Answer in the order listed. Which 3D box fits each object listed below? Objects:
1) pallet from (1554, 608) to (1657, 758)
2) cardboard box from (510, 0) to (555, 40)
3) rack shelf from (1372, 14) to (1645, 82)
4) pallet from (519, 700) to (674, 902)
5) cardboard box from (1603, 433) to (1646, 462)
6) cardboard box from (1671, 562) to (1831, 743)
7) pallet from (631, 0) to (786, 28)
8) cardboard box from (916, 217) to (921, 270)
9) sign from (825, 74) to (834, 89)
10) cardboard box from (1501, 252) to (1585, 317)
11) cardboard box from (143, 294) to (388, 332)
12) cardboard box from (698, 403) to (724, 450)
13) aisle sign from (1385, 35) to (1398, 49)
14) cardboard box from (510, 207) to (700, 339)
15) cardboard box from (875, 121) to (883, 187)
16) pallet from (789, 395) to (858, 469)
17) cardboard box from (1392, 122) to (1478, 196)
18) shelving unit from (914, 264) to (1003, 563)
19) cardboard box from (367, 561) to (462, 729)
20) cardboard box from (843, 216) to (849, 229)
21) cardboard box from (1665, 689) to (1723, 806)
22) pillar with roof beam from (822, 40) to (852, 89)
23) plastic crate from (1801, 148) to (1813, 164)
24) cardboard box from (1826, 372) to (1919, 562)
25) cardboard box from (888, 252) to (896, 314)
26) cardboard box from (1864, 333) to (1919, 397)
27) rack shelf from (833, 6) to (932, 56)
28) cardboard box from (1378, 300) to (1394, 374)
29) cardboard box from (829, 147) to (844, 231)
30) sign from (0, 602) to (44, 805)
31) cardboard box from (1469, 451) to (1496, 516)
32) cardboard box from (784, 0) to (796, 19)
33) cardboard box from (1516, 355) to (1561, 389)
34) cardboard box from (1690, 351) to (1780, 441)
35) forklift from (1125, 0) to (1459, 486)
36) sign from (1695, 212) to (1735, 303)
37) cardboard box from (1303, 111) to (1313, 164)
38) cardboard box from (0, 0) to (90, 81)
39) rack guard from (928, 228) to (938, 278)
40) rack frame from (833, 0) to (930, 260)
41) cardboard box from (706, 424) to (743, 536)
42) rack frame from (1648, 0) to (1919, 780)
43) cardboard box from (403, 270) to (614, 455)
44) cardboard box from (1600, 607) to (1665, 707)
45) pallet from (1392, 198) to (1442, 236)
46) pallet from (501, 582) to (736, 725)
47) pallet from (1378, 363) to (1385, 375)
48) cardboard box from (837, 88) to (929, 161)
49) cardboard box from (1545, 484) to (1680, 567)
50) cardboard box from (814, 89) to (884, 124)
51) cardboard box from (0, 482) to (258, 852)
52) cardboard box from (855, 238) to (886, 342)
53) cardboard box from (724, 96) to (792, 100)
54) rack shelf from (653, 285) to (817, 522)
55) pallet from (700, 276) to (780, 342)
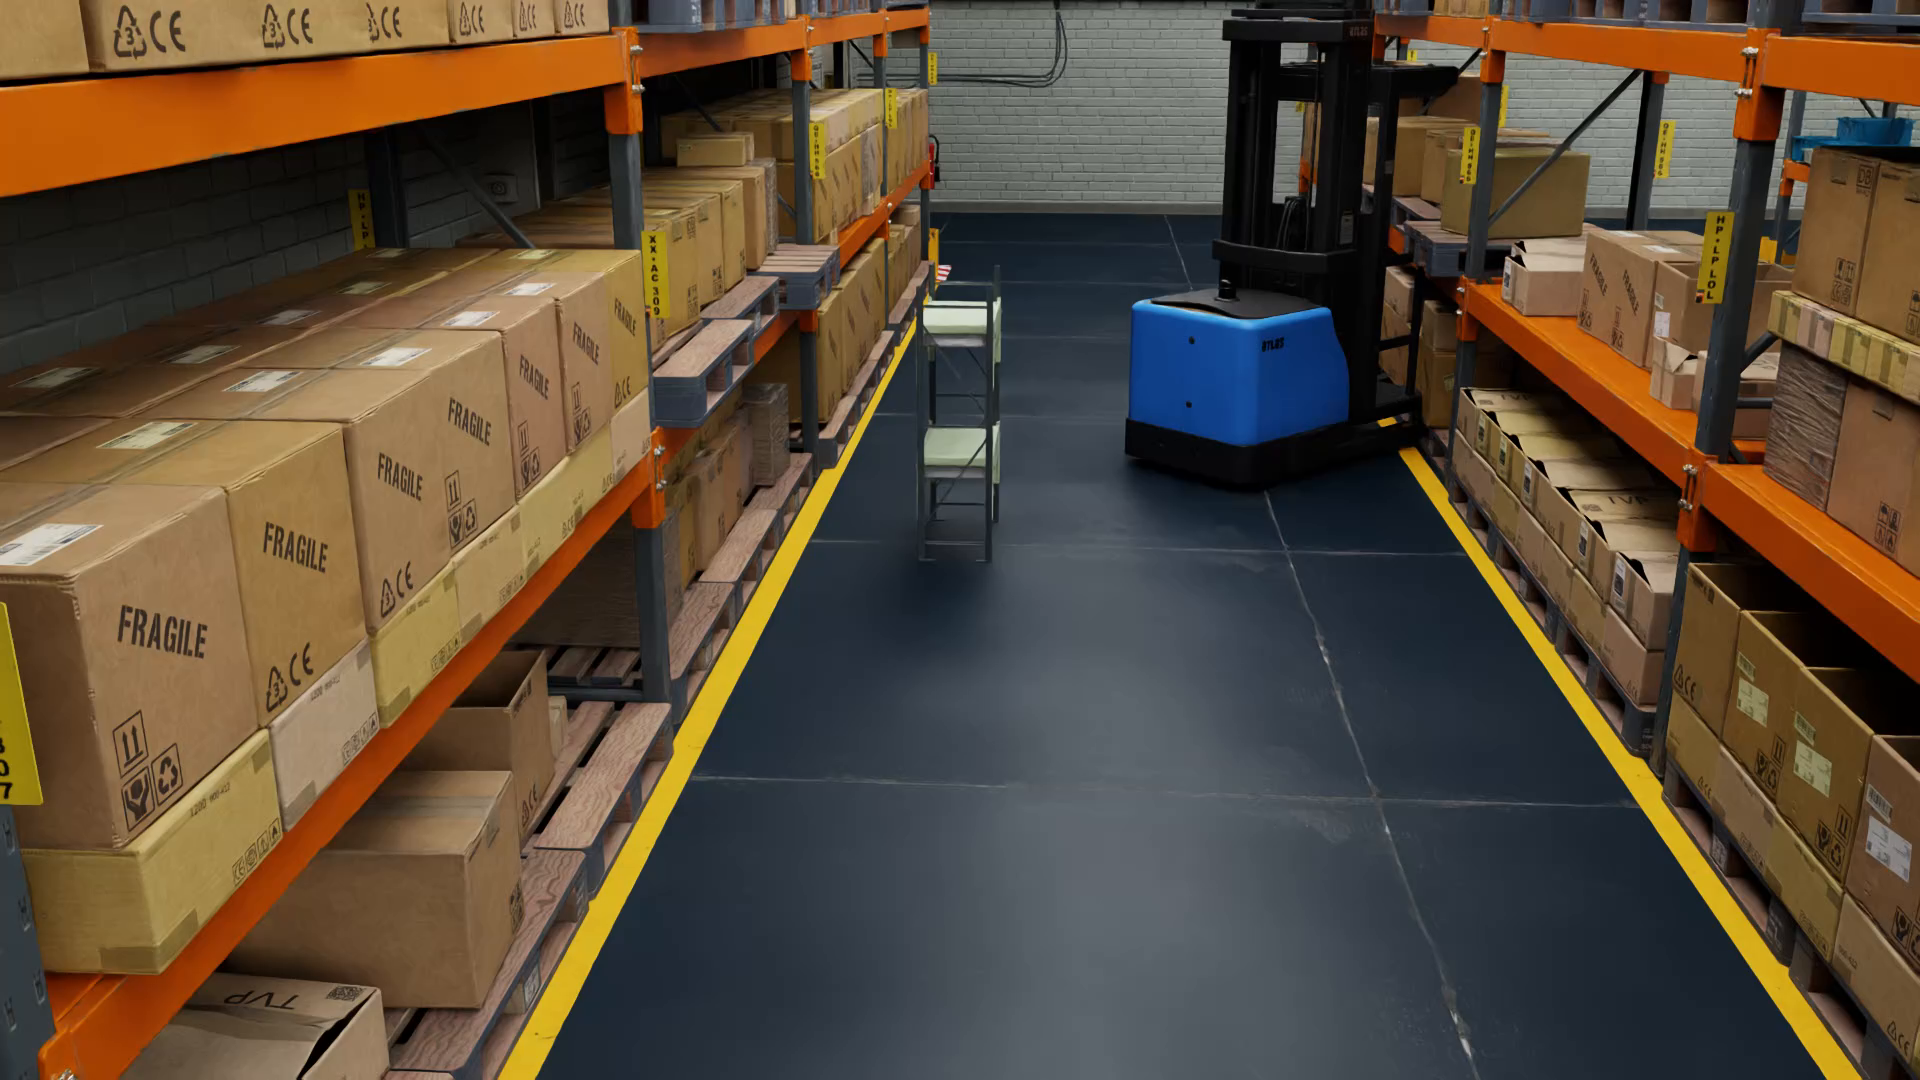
[{"bbox_3d":[3.263,0.606,7.233,1.003,0.211,1.213,1,18,4],"label":"pallet"},{"bbox_3d":[-1.531,-1.762,4.972,0.500,0.500,0.500,0,18,-1],"label":"cardboard box"},{"bbox_3d":[3.679,-3.436,11.430,1.077,0.370,4.000,1,18,4],"label":"rack shelf"},{"bbox_3d":[-1.705,0.936,6.227,1.003,0.211,1.213,1,18,4],"label":"pallet"},{"bbox_3d":[3.674,-0.404,8.680,0.500,0.311,0.500,1,18,4],"label":"cardboard box"},{"bbox_3d":[2.904,0.399,5.926,0.500,0.500,0.500,1,18,4],"label":"cardboard box"},{"bbox_3d":[-1.470,-2.446,7.555,1.213,0.211,1.003,1,18,4],"label":"pallet"},{"bbox_3d":[-0.782,-3.117,17.459,0.700,0.500,0.500,1,18,4],"label":"cardboard box"},{"bbox_3d":[-1.385,-4.789,17.702,0.100,0.325,0.005,1,18,4],"label":"sign"},{"bbox_3d":[3.279,-1.415,9.069,0.500,0.311,0.500,1,18,3],"label":"cardboard box"},{"bbox_3d":[-2.016,-0.436,4.942,0.500,0.500,0.500,2,18,5],"label":"cardboard box"},{"bbox_3d":[-1.540,-0.658,8.717,0.500,0.250,0.500,1,18,4],"label":"cardboard box"},{"bbox_3d":[4.420,-5.466,17.111,0.394,0.787,0.004,1,18,4],"label":"aisle sign"},{"bbox_3d":[-1.574,-1.186,7.357,0.700,0.500,0.500,3,18,10],"label":"cardboard box"},{"bbox_3d":[-0.900,-3.132,13.495,0.500,0.500,0.500,1,18,3],"label":"cardboard box"},{"bbox_3d":[-1.273,-0.759,11.400,1.003,0.211,1.213,1,18,4],"label":"pallet"},{"bbox_3d":[3.580,-2.864,12.510,0.700,0.500,0.500,4,19,13],"label":"cardboard box"},{"bbox_3d":[0.000,-0.711,9.183,0.431,1.500,0.755,1,18,4],"label":"shelving unit"},{"bbox_3d":[-1.561,0.242,4.077,0.500,0.250,0.500,1,18,3],"label":"cardboard box"},{"bbox_3d":[-1.026,-2.386,12.259,0.380,0.149,0.250,2,18,6],"label":"cardboard box"},{"bbox_3d":[2.914,0.755,6.042,0.500,0.250,0.500,1,18,4],"label":"cardboard box"},{"bbox_3d":[2.793,-7.938,19.197,9.100,9.000,0.400,1,18,4],"label":"pillar with roof beam"},{"bbox_3d":[8.598,-3.840,16.653,0.250,0.136,0.298,1,18,4],"label":"plastic crate"},{"bbox_3d":[3.192,-0.235,5.161,0.700,0.500,0.500,1,18,3],"label":"cardboard box"},{"bbox_3d":[-0.962,-2.325,15.040,0.700,0.500,0.500,2,18,5],"label":"cardboard box"},{"bbox_3d":[2.985,-0.526,5.009,0.380,0.149,0.250,1,18,3],"label":"cardboard box"},{"bbox_3d":[-0.975,-4.788,15.555,1.077,0.370,4.000,1,18,4],"label":"rack shelf"},{"bbox_3d":[3.475,-1.529,12.580,0.500,0.500,0.500,2,18,5],"label":"cardboard box"},{"bbox_3d":[-1.068,-2.347,11.097,0.500,0.500,0.500,2,18,6],"label":"cardboard box"},{"bbox_3d":[-1.437,0.245,2.469,0.100,0.325,0.005,1,18,4],"label":"sign"},{"bbox_3d":[3.170,-0.312,9.299,0.500,0.250,0.500,1,18,2],"label":"cardboard box"},{"bbox_3d":[-1.187,-3.004,9.066,0.500,0.311,0.500,1,18,4],"label":"cardboard box"},{"bbox_3d":[3.854,-0.887,10.622,0.500,0.500,0.500,2,18,6],"label":"cardboard box"},{"bbox_3d":[3.241,-0.572,6.591,0.500,0.250,0.500,2,18,7],"label":"cardboard box"},{"bbox_3d":[2.520,-2.092,11.100,3.031,2.935,1.130,-16,24,-39],"label":"forklift"},{"bbox_3d":[2.707,-1.011,5.958,0.100,0.325,0.005,1,18,4],"label":"sign"},{"bbox_3d":[3.815,-4.131,17.054,0.500,0.500,0.500,2,18,5],"label":"cardboard box"},{"bbox_3d":[-1.705,-0.937,2.455,0.500,0.500,0.500,2,18,5],"label":"cardboard box"},{"bbox_3d":[-0.830,-3.145,18.218,1.175,0.500,0.348,1,18,4],"label":"rack guard"},{"bbox_3d":[-0.832,-4.325,17.806,1.000,3.000,0.127,1,18,4],"label":"rack frame"},{"bbox_3d":[-1.565,-0.325,8.905,0.700,0.500,0.500,1,18,4],"label":"cardboard box"},{"bbox_3d":[3.249,-0.489,6.098,1.000,3.000,0.127,1,18,4],"label":"rack frame"},{"bbox_3d":[-1.447,-0.584,5.393,0.500,0.500,0.500,1,18,4],"label":"cardboard box"},{"bbox_3d":[2.990,0.483,6.873,0.500,0.250,0.500,1,18,3],"label":"cardboard box"},{"bbox_3d":[3.671,-2.244,11.763,1.003,0.211,1.213,1,18,4],"label":"pallet"},{"bbox_3d":[-1.638,0.485,7.604,1.003,0.211,1.213,1,18,4],"label":"pallet"},{"bbox_3d":[3.802,-1.395,13.341,1.003,0.211,1.213,1,18,4],"label":"pallet"},{"bbox_3d":[-0.858,-4.309,17.275,0.980,0.700,0.700,2,18,6],"label":"cardboard box"},{"bbox_3d":[3.062,-0.097,7.743,0.500,0.311,0.500,1,18,4],"label":"cardboard box"},{"bbox_3d":[-0.897,-3.487,13.373,0.500,0.250,0.500,2,18,5],"label":"cardboard box"},{"bbox_3d":[-1.645,0.208,2.976,0.500,0.500,0.500,1,18,4],"label":"cardboard box"},{"bbox_3d":[-1.035,-2.056,13.659,0.750,0.750,0.750,1,18,5],"label":"cardboard box"},{"bbox_3d":[-1.473,-3.182,12.443,0.500,0.250,0.500,1,18,2],"label":"cardboard box"},{"bbox_3d":[-1.548,-0.878,8.439,1.077,0.370,4.000,1,18,4],"label":"rack shelf"},{"bbox_3d":[-1.506,-1.134,8.374,1.003,0.211,1.213,1,18,4],"label":"pallet"}]
